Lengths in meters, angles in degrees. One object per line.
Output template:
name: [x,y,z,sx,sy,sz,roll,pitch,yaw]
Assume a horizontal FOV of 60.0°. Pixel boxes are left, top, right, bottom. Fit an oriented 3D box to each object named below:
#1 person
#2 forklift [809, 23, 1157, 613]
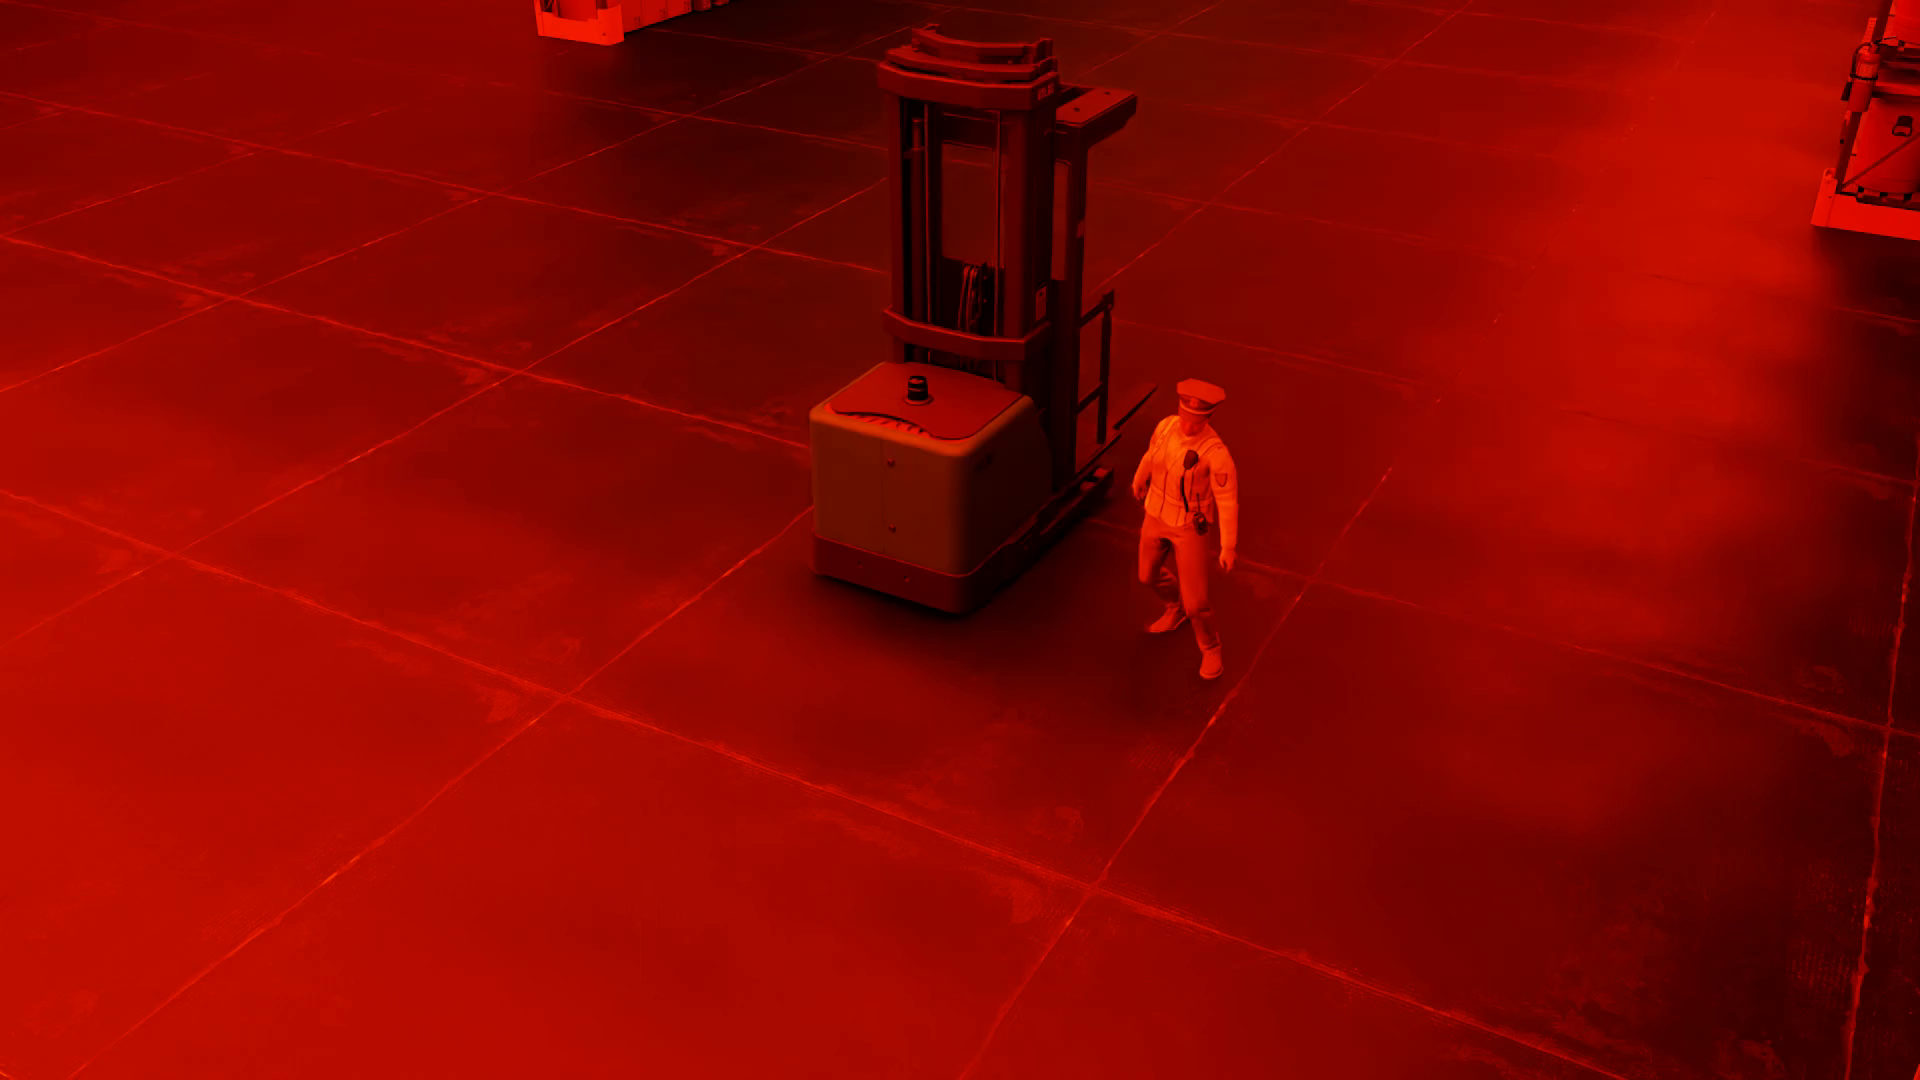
person: [1.173,-0.128,8.667,0.463,1.626,0.796,-21,36,-32]
forklift: [0.317,-1.570,9.791,1.130,2.935,3.031,16,34,25]
